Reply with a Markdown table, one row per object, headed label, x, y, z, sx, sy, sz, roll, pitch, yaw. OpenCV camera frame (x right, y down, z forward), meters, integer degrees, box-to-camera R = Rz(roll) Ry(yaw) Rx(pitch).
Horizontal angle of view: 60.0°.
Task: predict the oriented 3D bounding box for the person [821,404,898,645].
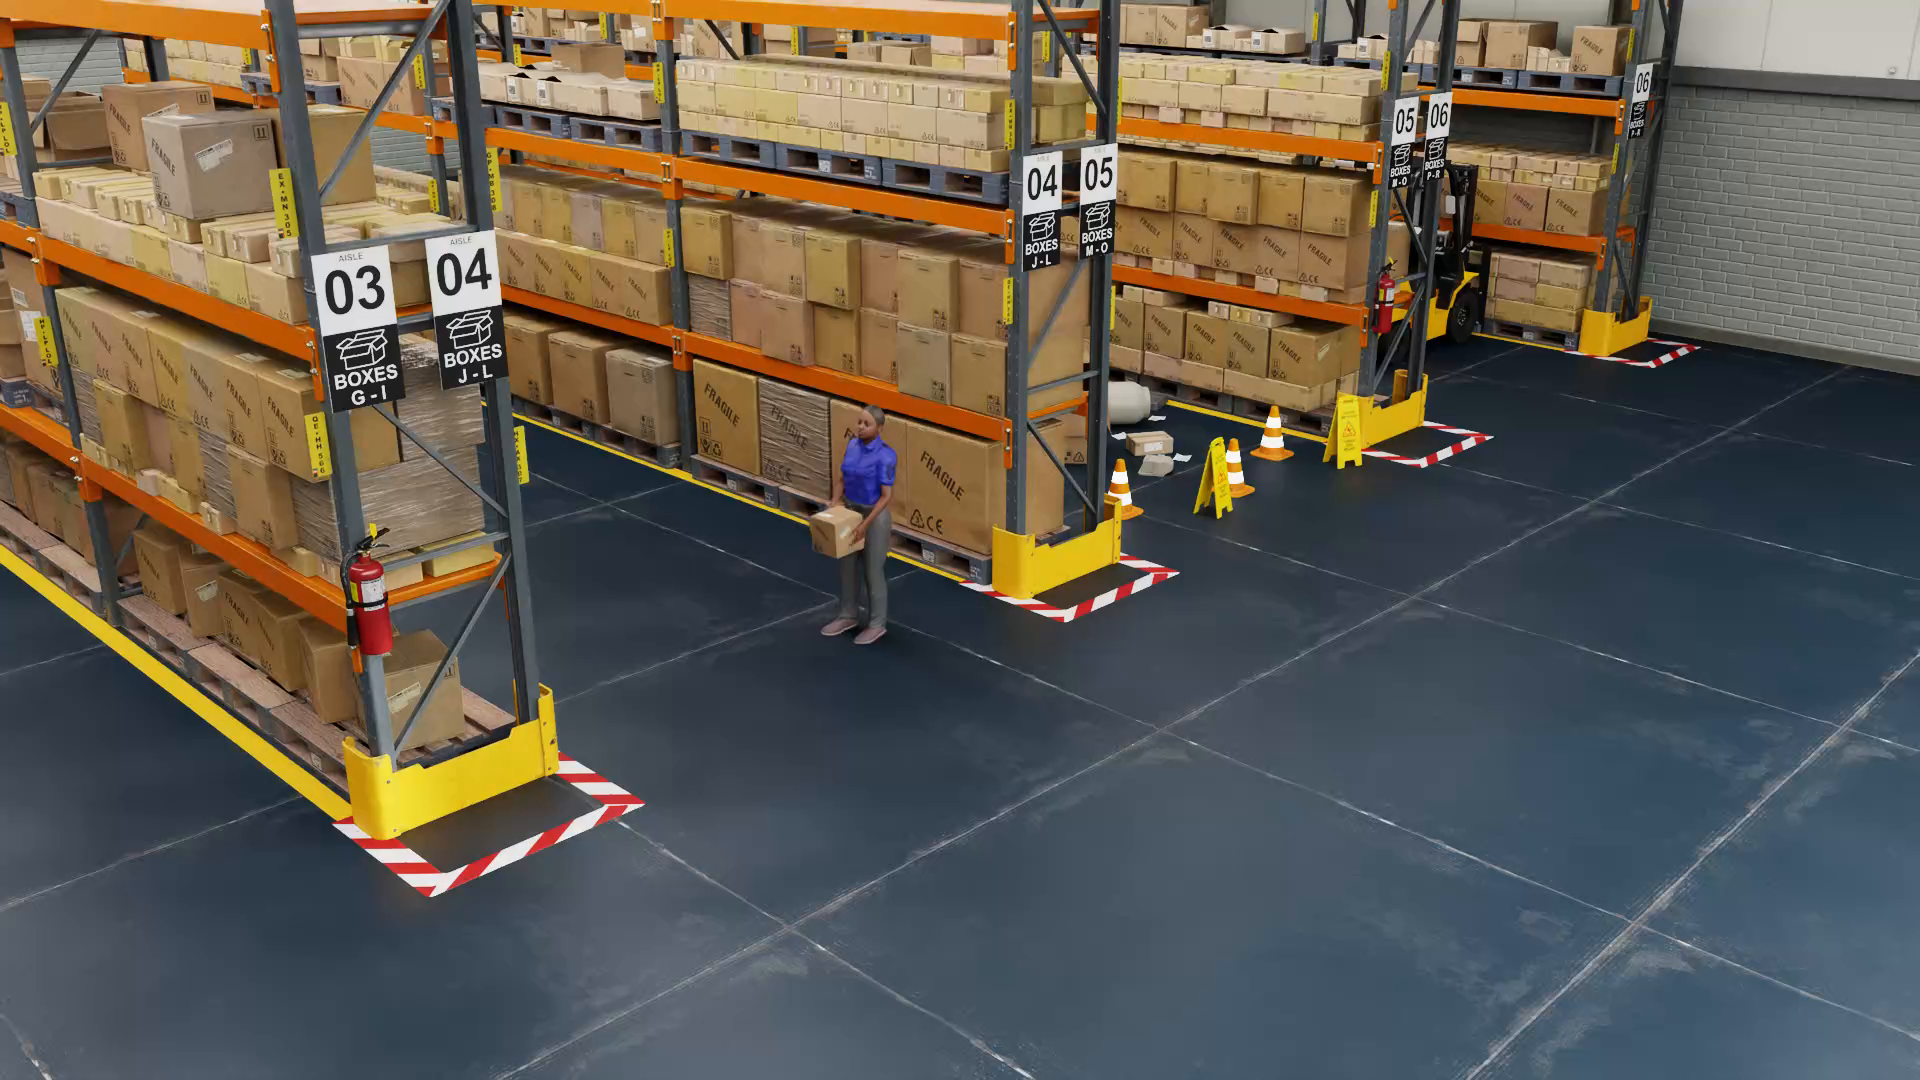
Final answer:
| label | x | y | z | sx | sy | sz | roll | pitch | yaw |
| --- | --- | --- | --- | --- | --- | --- | --- | --- | --- |
| person | -0.683 | -0.104 | 11.359 | 0.505 | 1.658 | 0.445 | 18 | 27 | 39 |
